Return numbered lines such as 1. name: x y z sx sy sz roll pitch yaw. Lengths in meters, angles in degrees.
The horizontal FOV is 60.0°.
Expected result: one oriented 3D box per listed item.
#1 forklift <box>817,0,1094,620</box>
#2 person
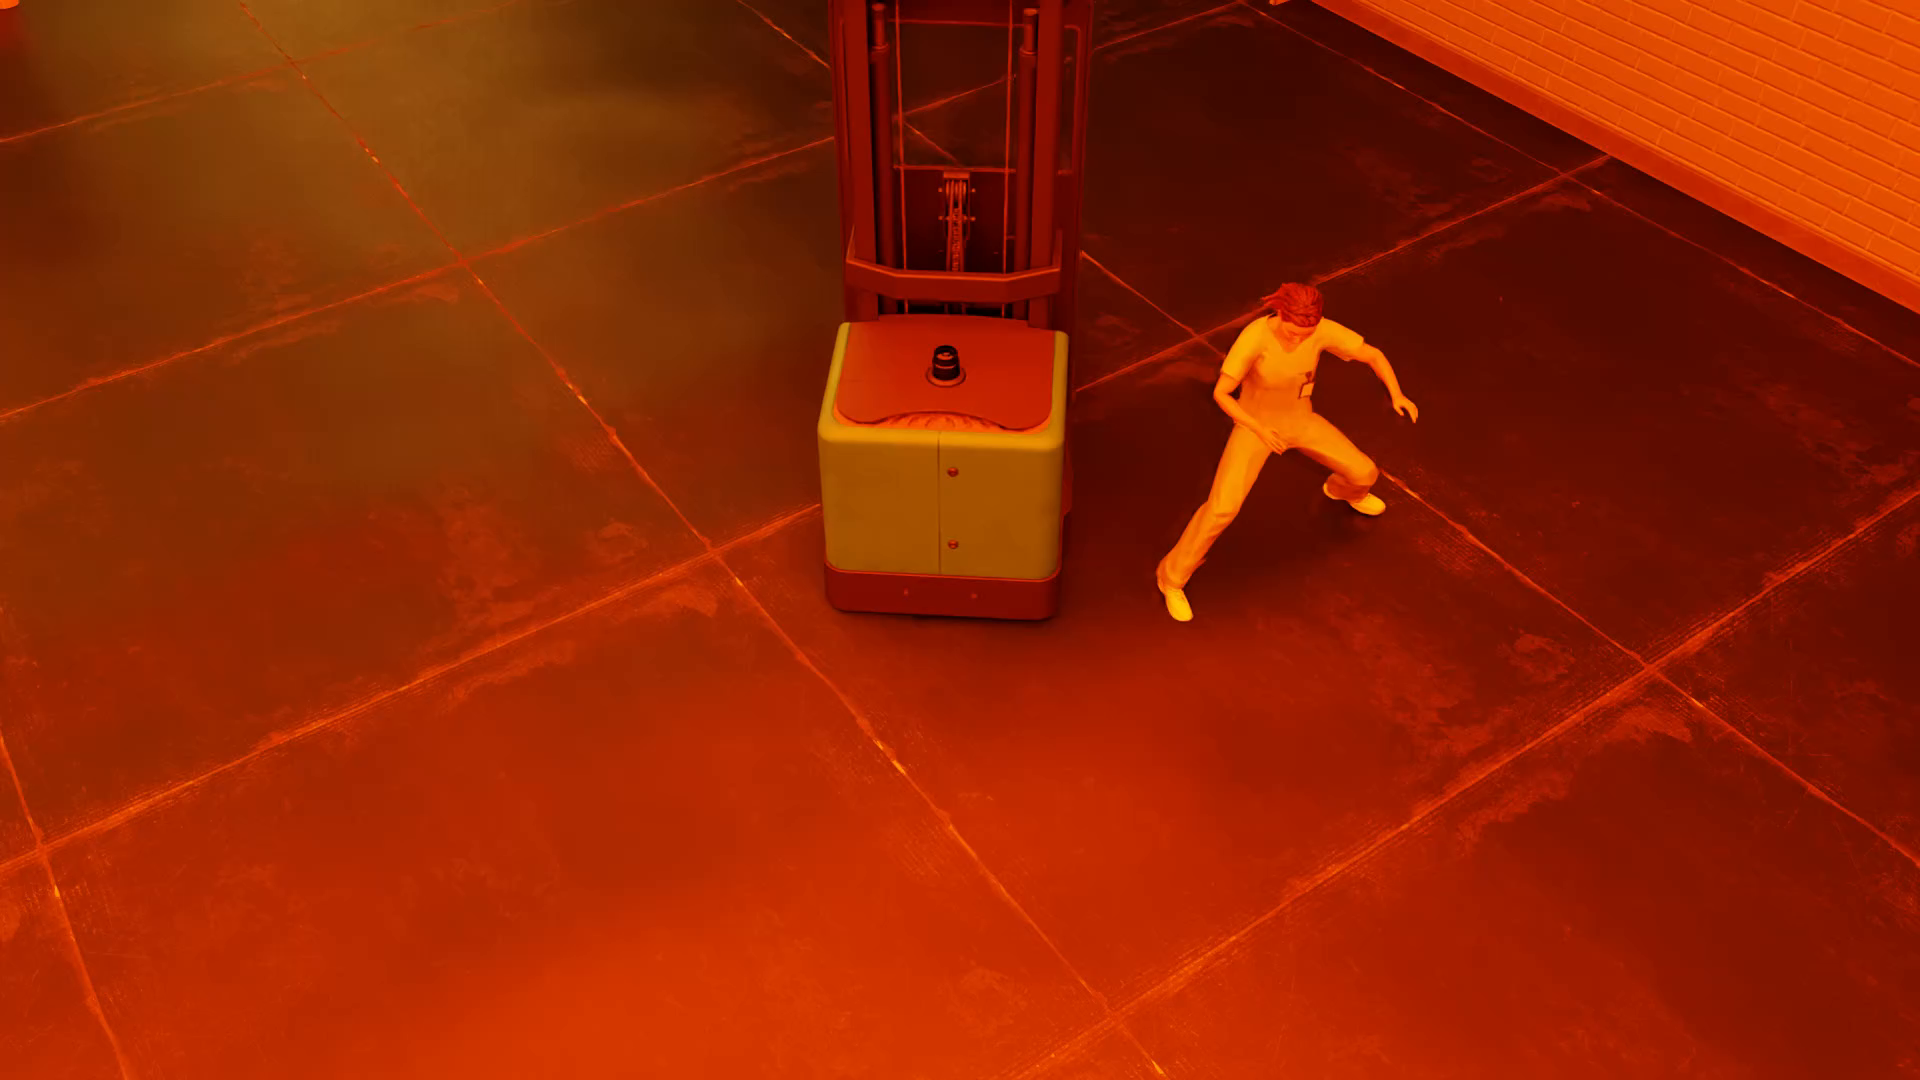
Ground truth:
1. forklift: 0.021 -1.712 7.574 1.130 2.935 3.031 3 43 3
2. person: 1.472 -0.454 7.295 1.218 1.463 0.688 -7 43 -8
